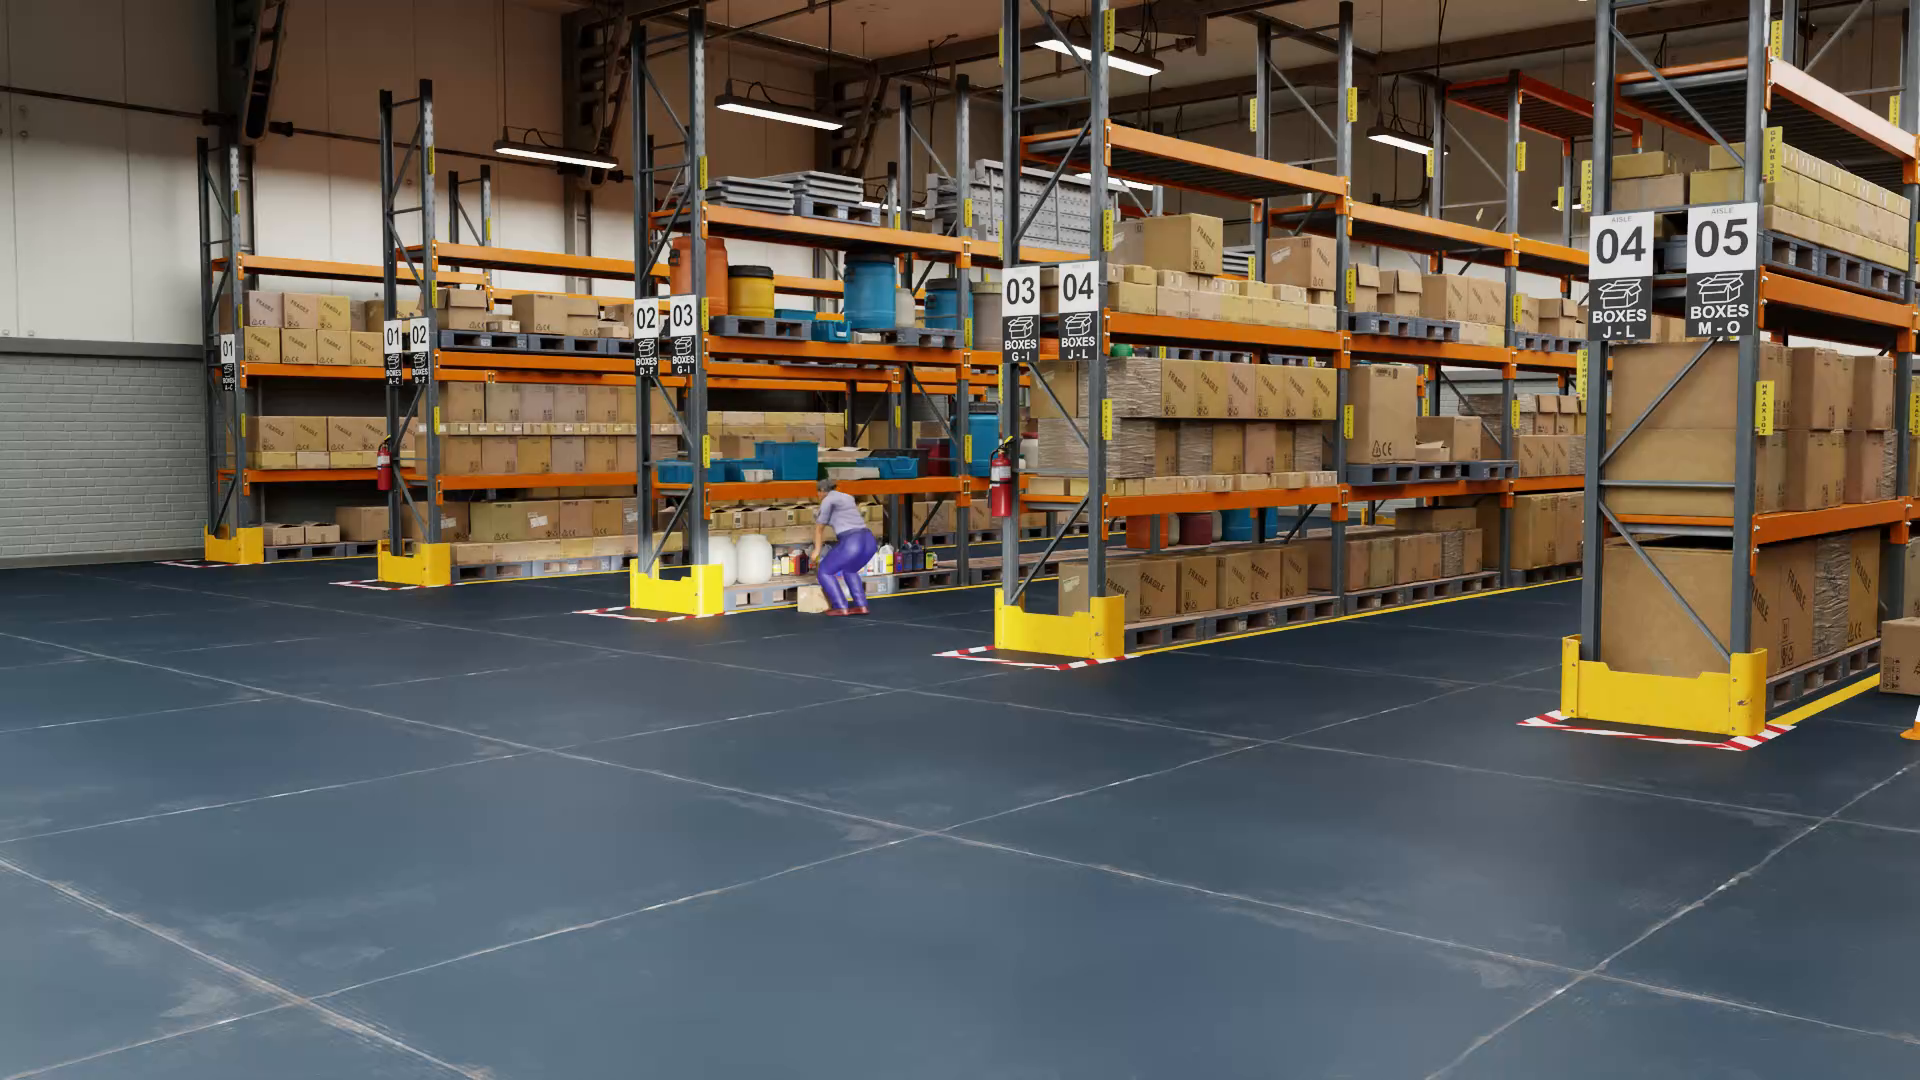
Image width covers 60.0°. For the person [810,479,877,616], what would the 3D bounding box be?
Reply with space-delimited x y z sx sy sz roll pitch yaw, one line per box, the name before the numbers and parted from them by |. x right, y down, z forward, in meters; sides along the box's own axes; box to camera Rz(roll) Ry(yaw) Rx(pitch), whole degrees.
person | -1.224 0.073 16.744 0.548 1.368 0.534 3 5 41
